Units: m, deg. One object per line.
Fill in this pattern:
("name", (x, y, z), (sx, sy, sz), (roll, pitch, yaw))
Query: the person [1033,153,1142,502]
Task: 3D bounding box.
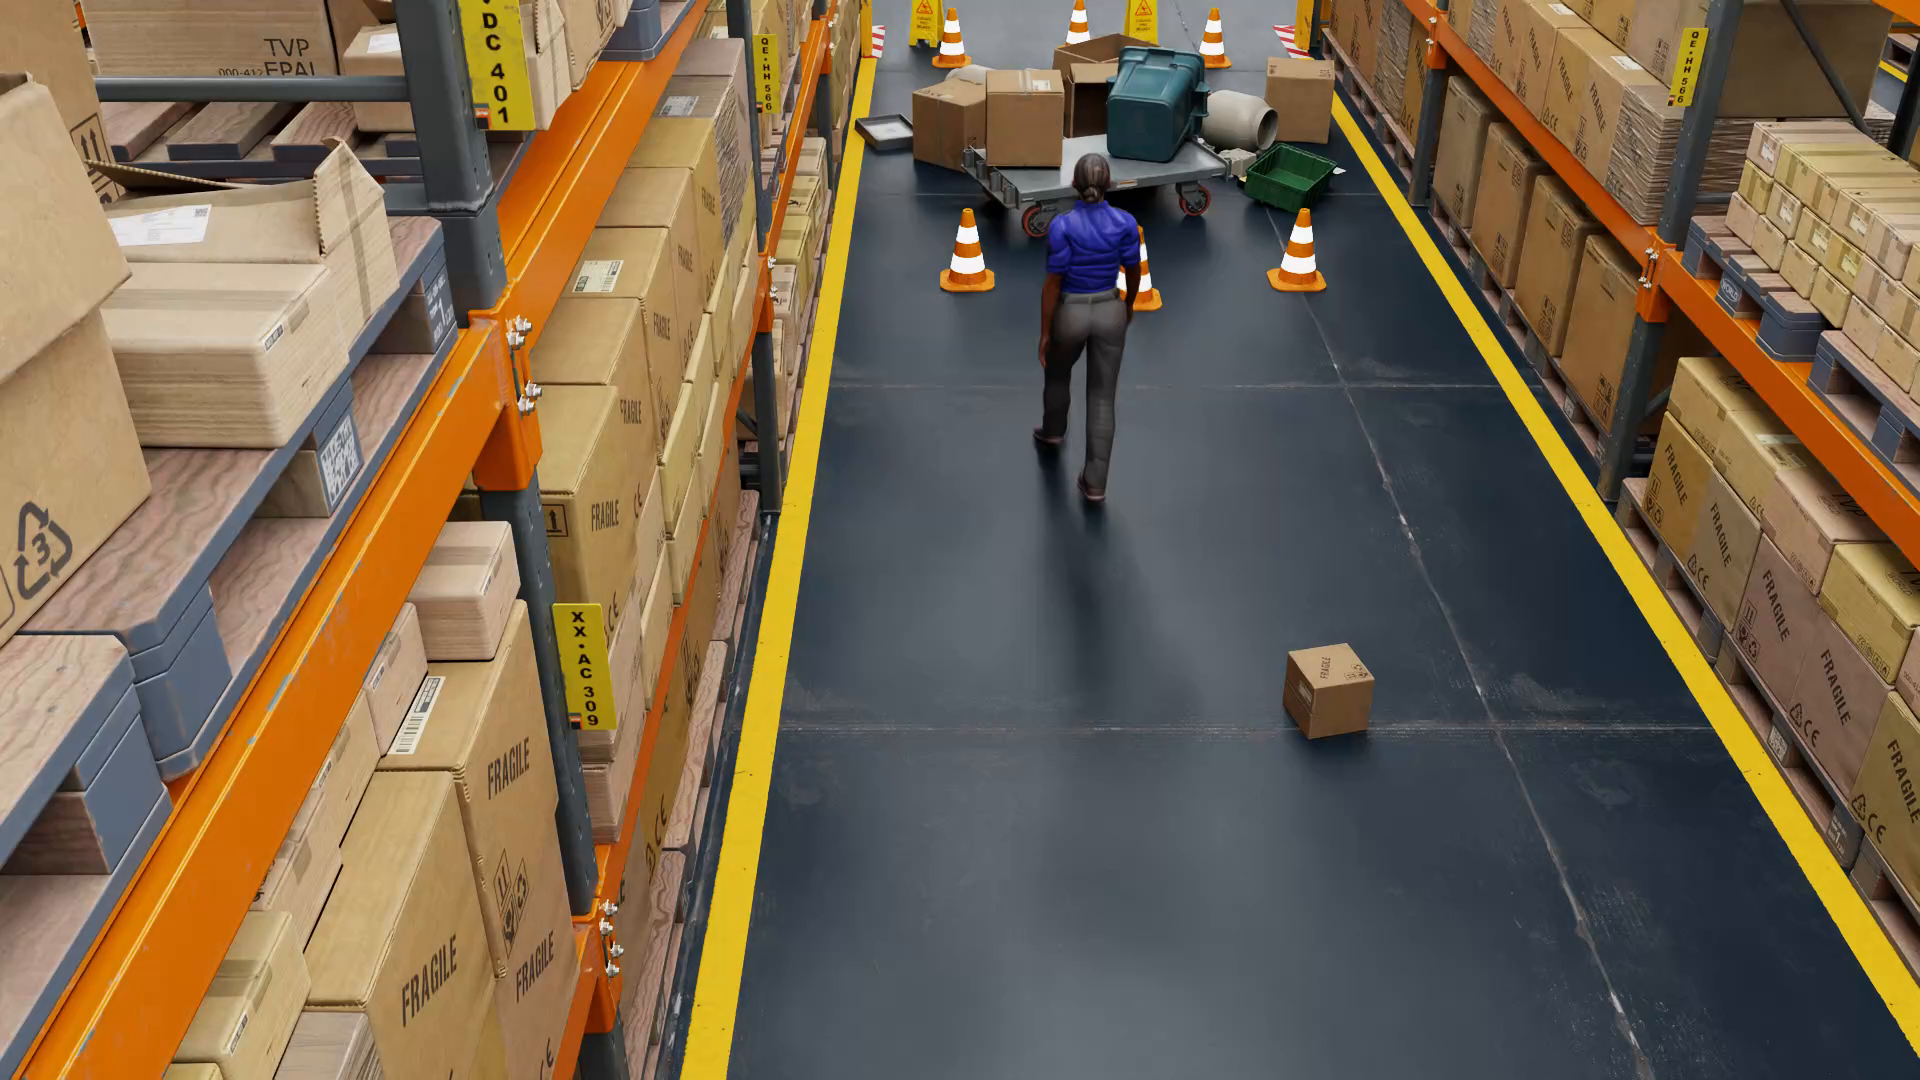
("person", (0.595, -1.055, 7.840), (0.495, 1.646, 0.860), (-2, 32, -3))
